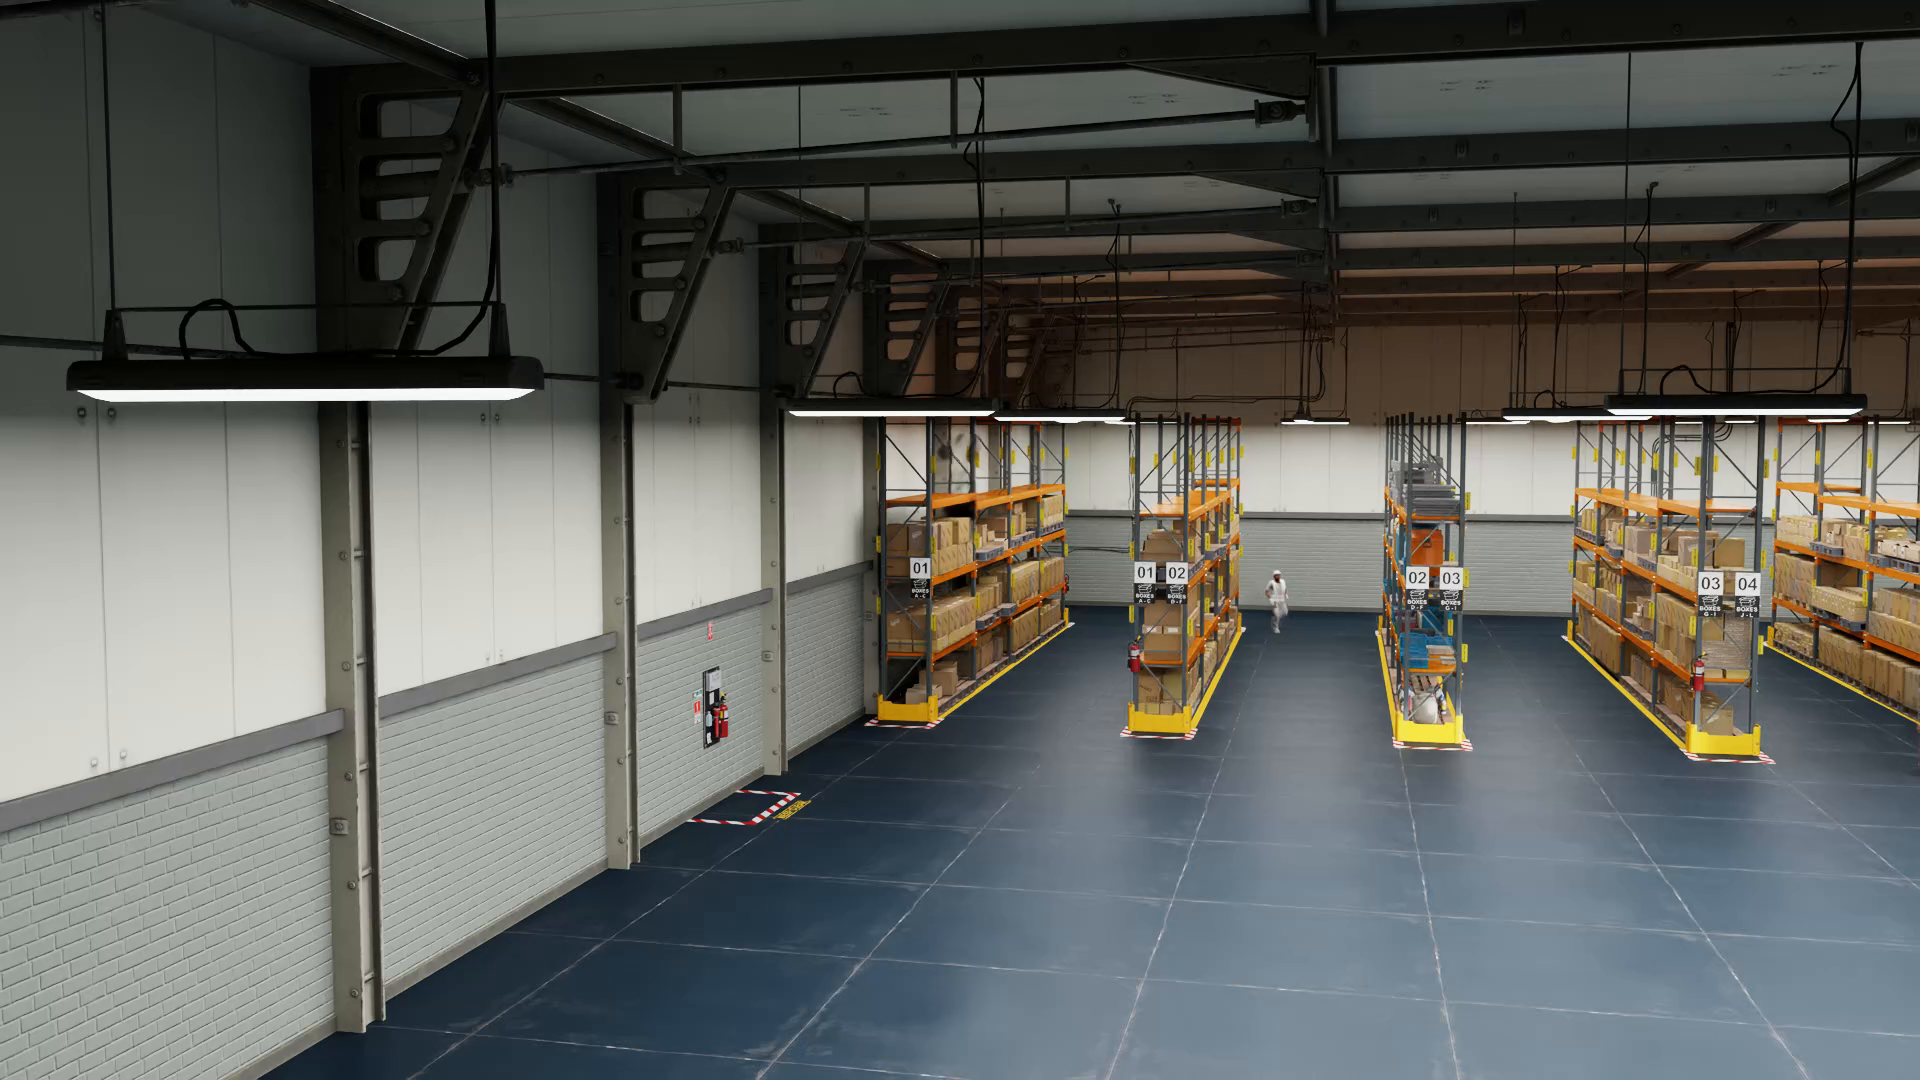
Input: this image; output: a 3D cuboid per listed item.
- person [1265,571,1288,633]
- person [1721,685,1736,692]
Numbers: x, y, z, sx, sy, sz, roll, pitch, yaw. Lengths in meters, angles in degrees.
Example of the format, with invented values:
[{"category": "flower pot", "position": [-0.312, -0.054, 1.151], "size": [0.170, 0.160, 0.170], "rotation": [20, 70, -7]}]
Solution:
[{"category": "person", "position": [8.872, 1.723, 46.404], "size": [0.693, 1.744, 0.531], "rotation": [-1, 4, -21]}, {"category": "person", "position": [16.863, 2.398, 36.361], "size": [0.686, 1.764, 0.631], "rotation": [1, 4, 10]}]
